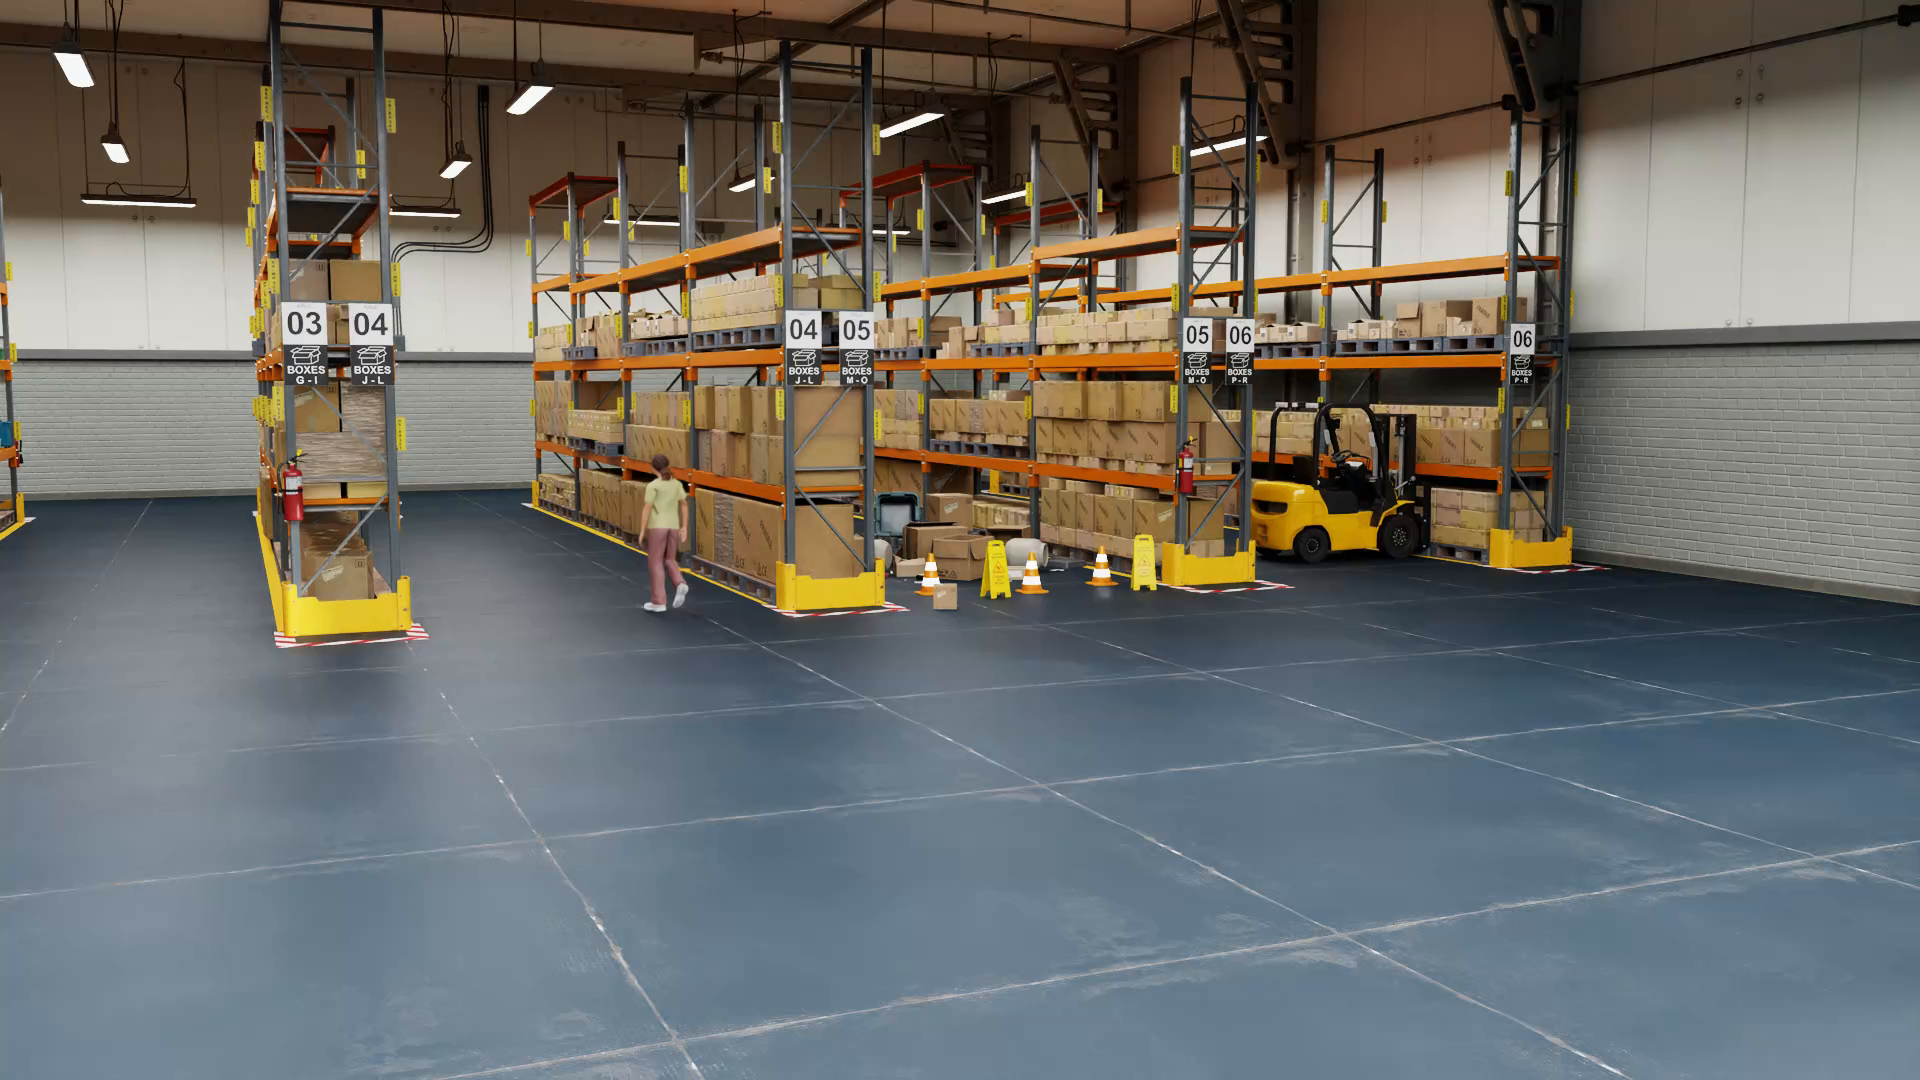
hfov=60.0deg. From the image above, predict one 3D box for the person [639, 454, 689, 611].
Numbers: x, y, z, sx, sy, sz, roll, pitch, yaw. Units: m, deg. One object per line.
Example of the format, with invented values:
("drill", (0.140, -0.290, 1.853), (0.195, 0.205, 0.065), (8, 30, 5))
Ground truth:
("person", (-3.124, -0.082, 17.629), (0.507, 1.664, 0.486), (-5, 7, -42))
